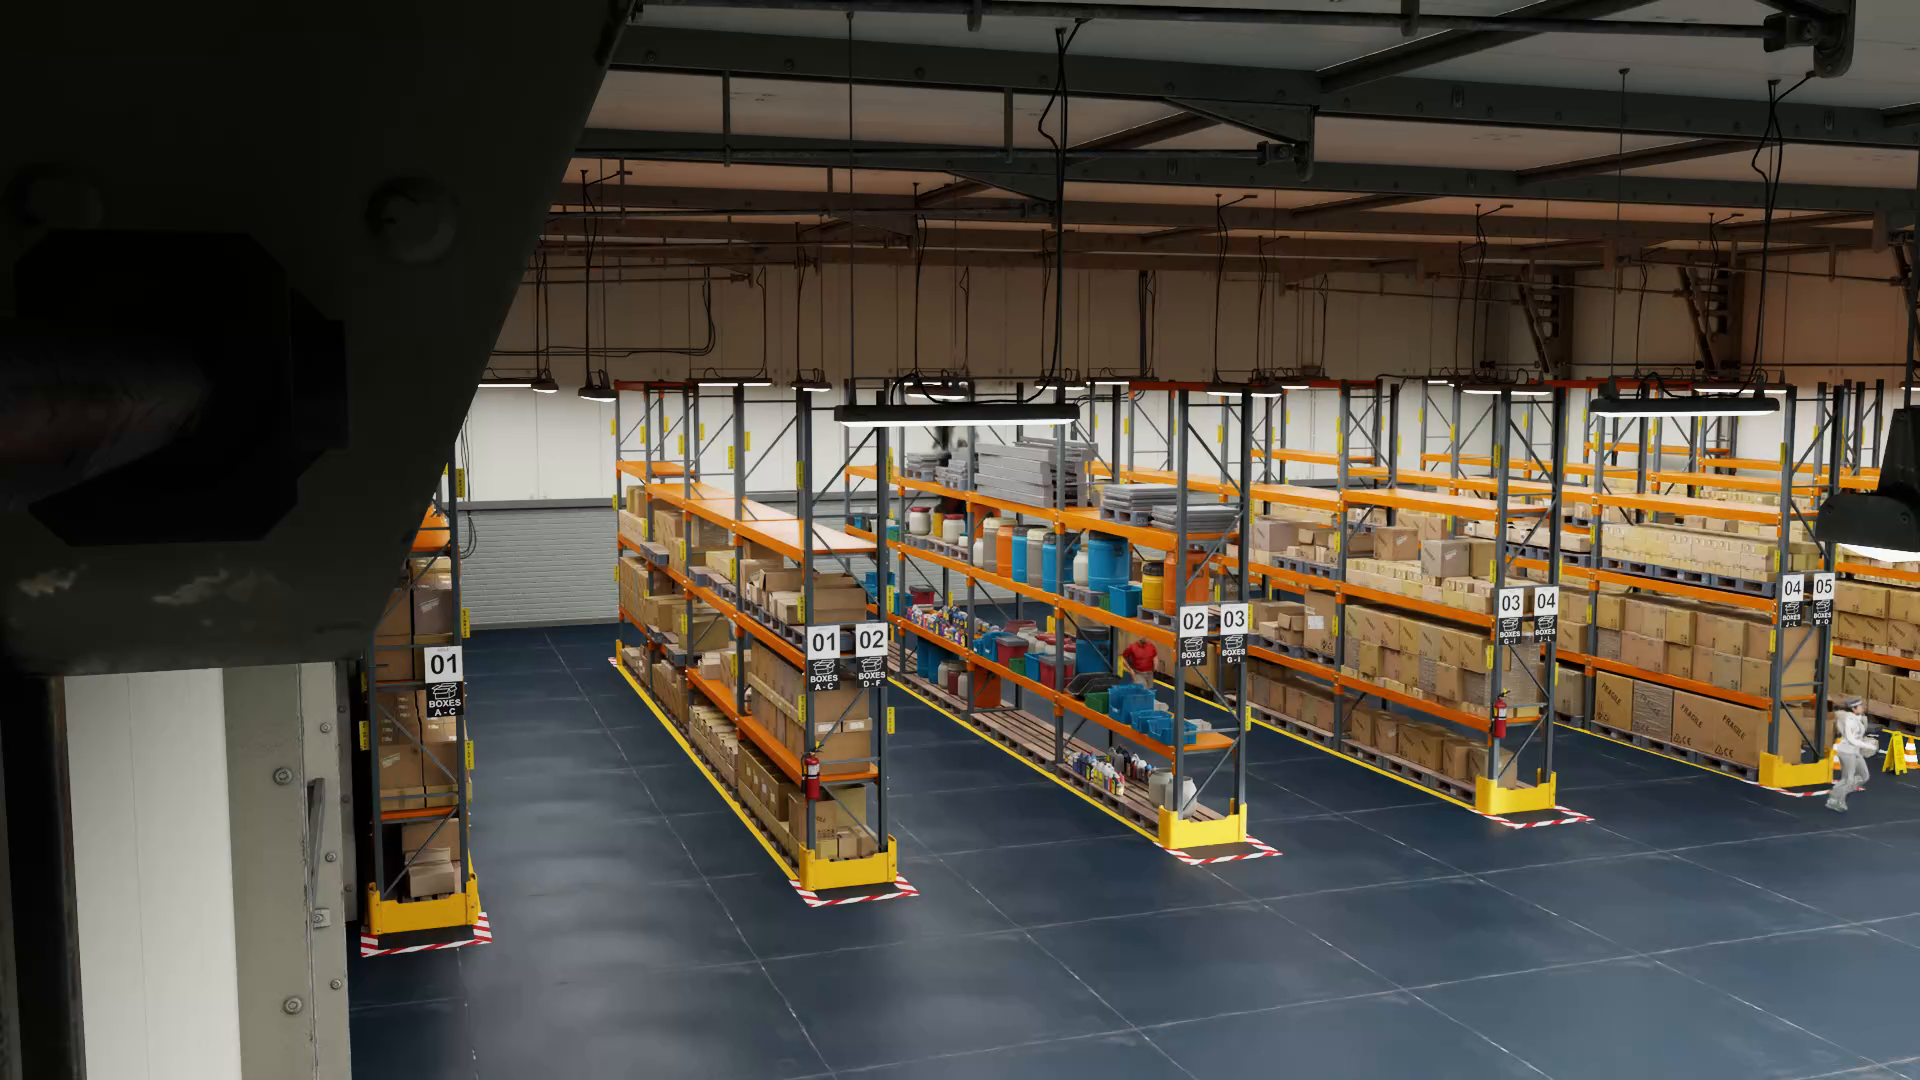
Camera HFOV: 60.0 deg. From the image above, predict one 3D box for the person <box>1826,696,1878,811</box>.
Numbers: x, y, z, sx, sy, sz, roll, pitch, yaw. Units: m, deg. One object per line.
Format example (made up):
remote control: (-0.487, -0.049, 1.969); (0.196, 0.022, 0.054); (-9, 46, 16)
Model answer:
person: (12.634, 3.021, 23.510); (0.619, 1.682, 0.638); (4, 7, 35)

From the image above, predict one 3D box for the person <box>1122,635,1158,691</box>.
person: (3.187, 2.419, 29.127); (0.654, 1.724, 0.786); (-3, 7, -23)

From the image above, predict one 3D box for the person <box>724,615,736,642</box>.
person: (-4.730, 1.727, 35.143); (0.685, 1.815, 0.881); (-4, 7, -30)
